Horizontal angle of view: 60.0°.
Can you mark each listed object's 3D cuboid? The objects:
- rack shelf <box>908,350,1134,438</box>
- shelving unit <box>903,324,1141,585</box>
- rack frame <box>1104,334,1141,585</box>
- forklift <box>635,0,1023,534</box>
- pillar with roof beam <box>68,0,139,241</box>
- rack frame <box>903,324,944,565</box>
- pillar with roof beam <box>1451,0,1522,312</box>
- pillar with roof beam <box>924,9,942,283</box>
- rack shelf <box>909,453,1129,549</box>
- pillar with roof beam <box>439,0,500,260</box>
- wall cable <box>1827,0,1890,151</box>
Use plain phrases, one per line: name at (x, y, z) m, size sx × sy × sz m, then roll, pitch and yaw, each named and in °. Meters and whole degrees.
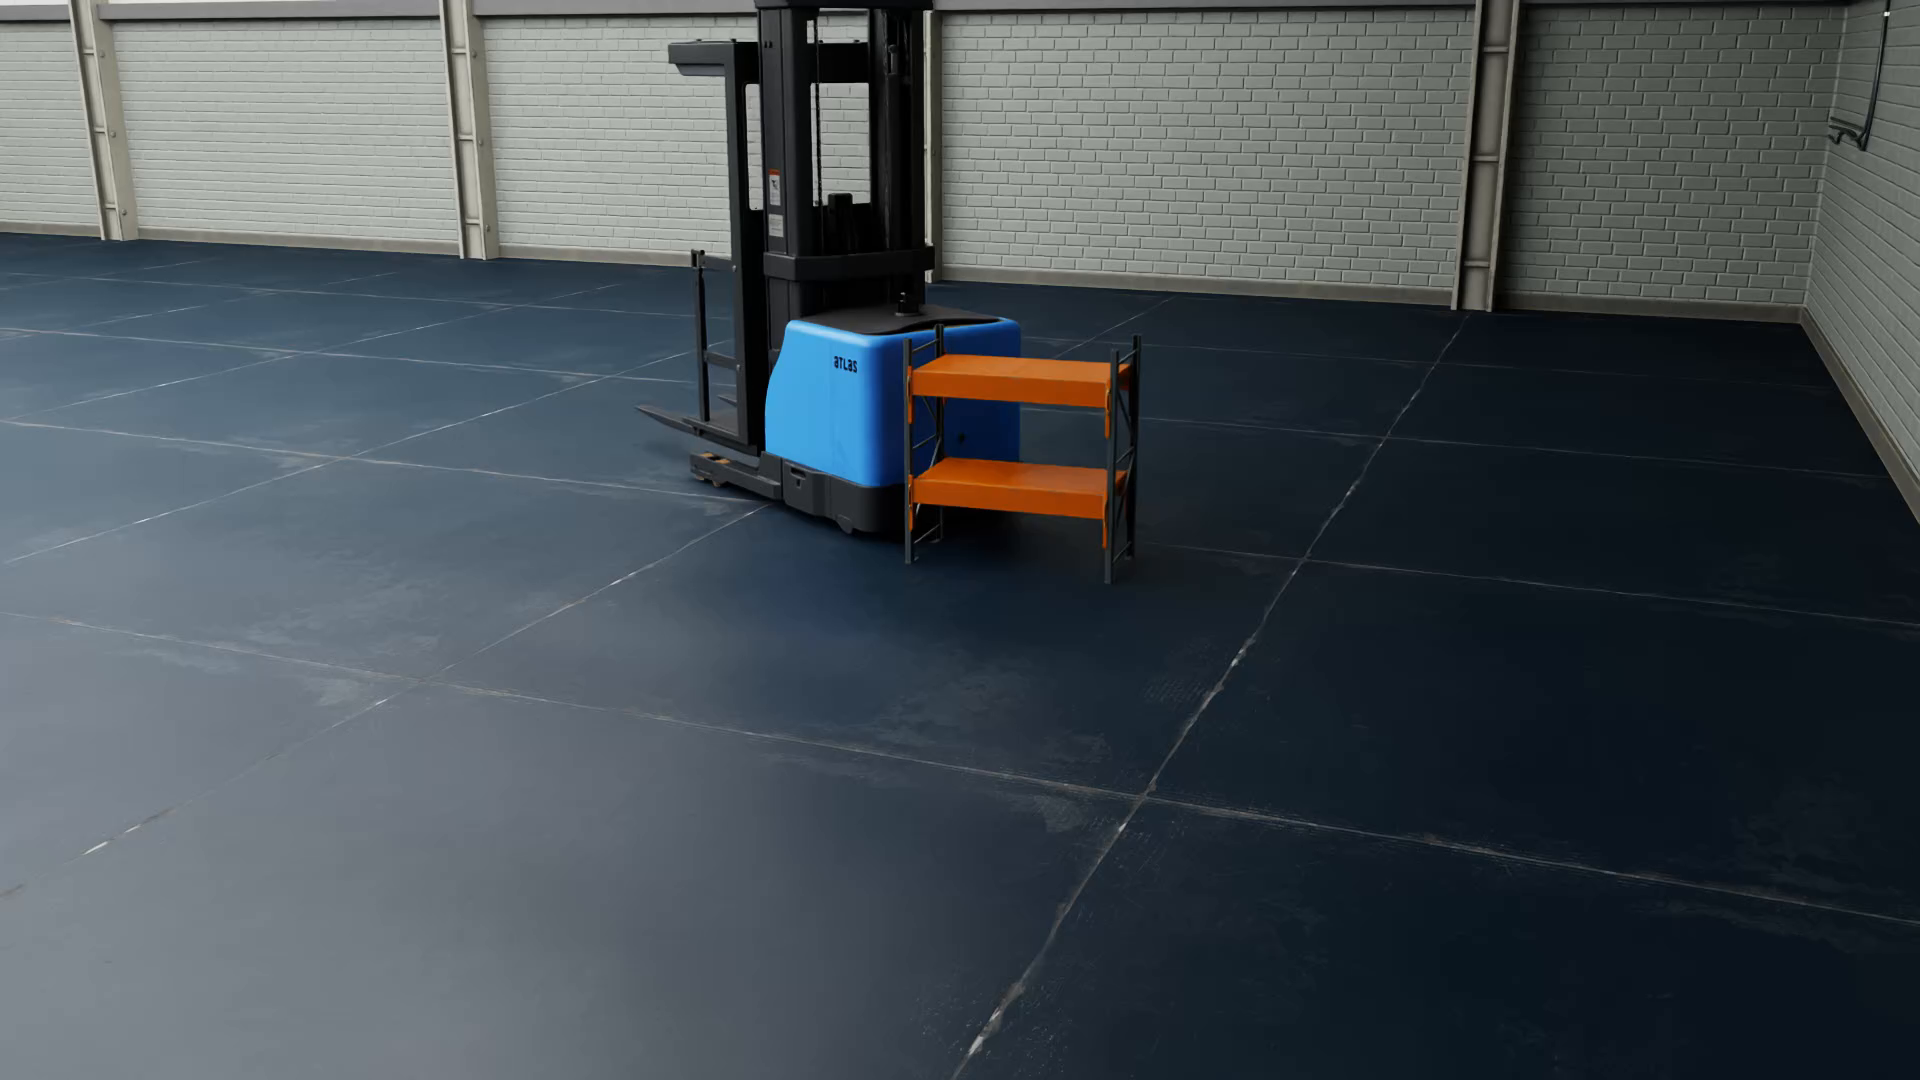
rack shelf at (0.304, -0.721, 8.089) m, size 1.000 × 0.278 × 0.538 m, roll 5°, pitch 17°, yaw 18°
shelving unit at (0.304, -0.440, 8.171) m, size 1.048 × 1.125 × 0.538 m, roll 5°, pitch 17°, yaw 18°
rack frame at (0.786, -0.394, 8.014) m, size 0.032 × 1.125 × 0.500 m, roll 5°, pitch 17°, yaw 18°
forklift at (-0.948, -1.789, 9.579) m, size 1.130 × 2.935 × 3.031 m, roll -12°, pitch 20°, yaw -35°
pillar with roof beam at (-13.185, -7.366, 17.905) m, size 0.400 × 9.000 × 9.100 m, roll 6°, pitch 17°, yaw 21°
rack frame at (-0.177, -0.485, 8.328) m, size 0.032 × 1.125 × 0.500 m, roll 5°, pitch 17°, yaw 18°
pillar with roof beam at (3.560, -5.524, 11.562) m, size 0.400 × 9.000 × 9.100 m, roll 6°, pitch 17°, yaw 21°
pillar with roof beam at (-2.022, -6.138, 13.677) m, size 0.400 × 9.000 × 9.100 m, roll 6°, pitch 17°, yaw 21°
rack shelf at (0.304, -0.205, 8.239) m, size 1.000 × 0.278 × 0.538 m, roll 5°, pitch 17°, yaw 18°
pillar with roof beam at (-7.603, -6.752, 15.791) m, size 0.400 × 9.000 × 9.100 m, roll 6°, pitch 17°, yaw 21°
wall cable at (7.395, -4.505, 13.622) m, size 0.112 × 2.526 × 3.097 m, roll 6°, pitch 17°, yaw 21°
